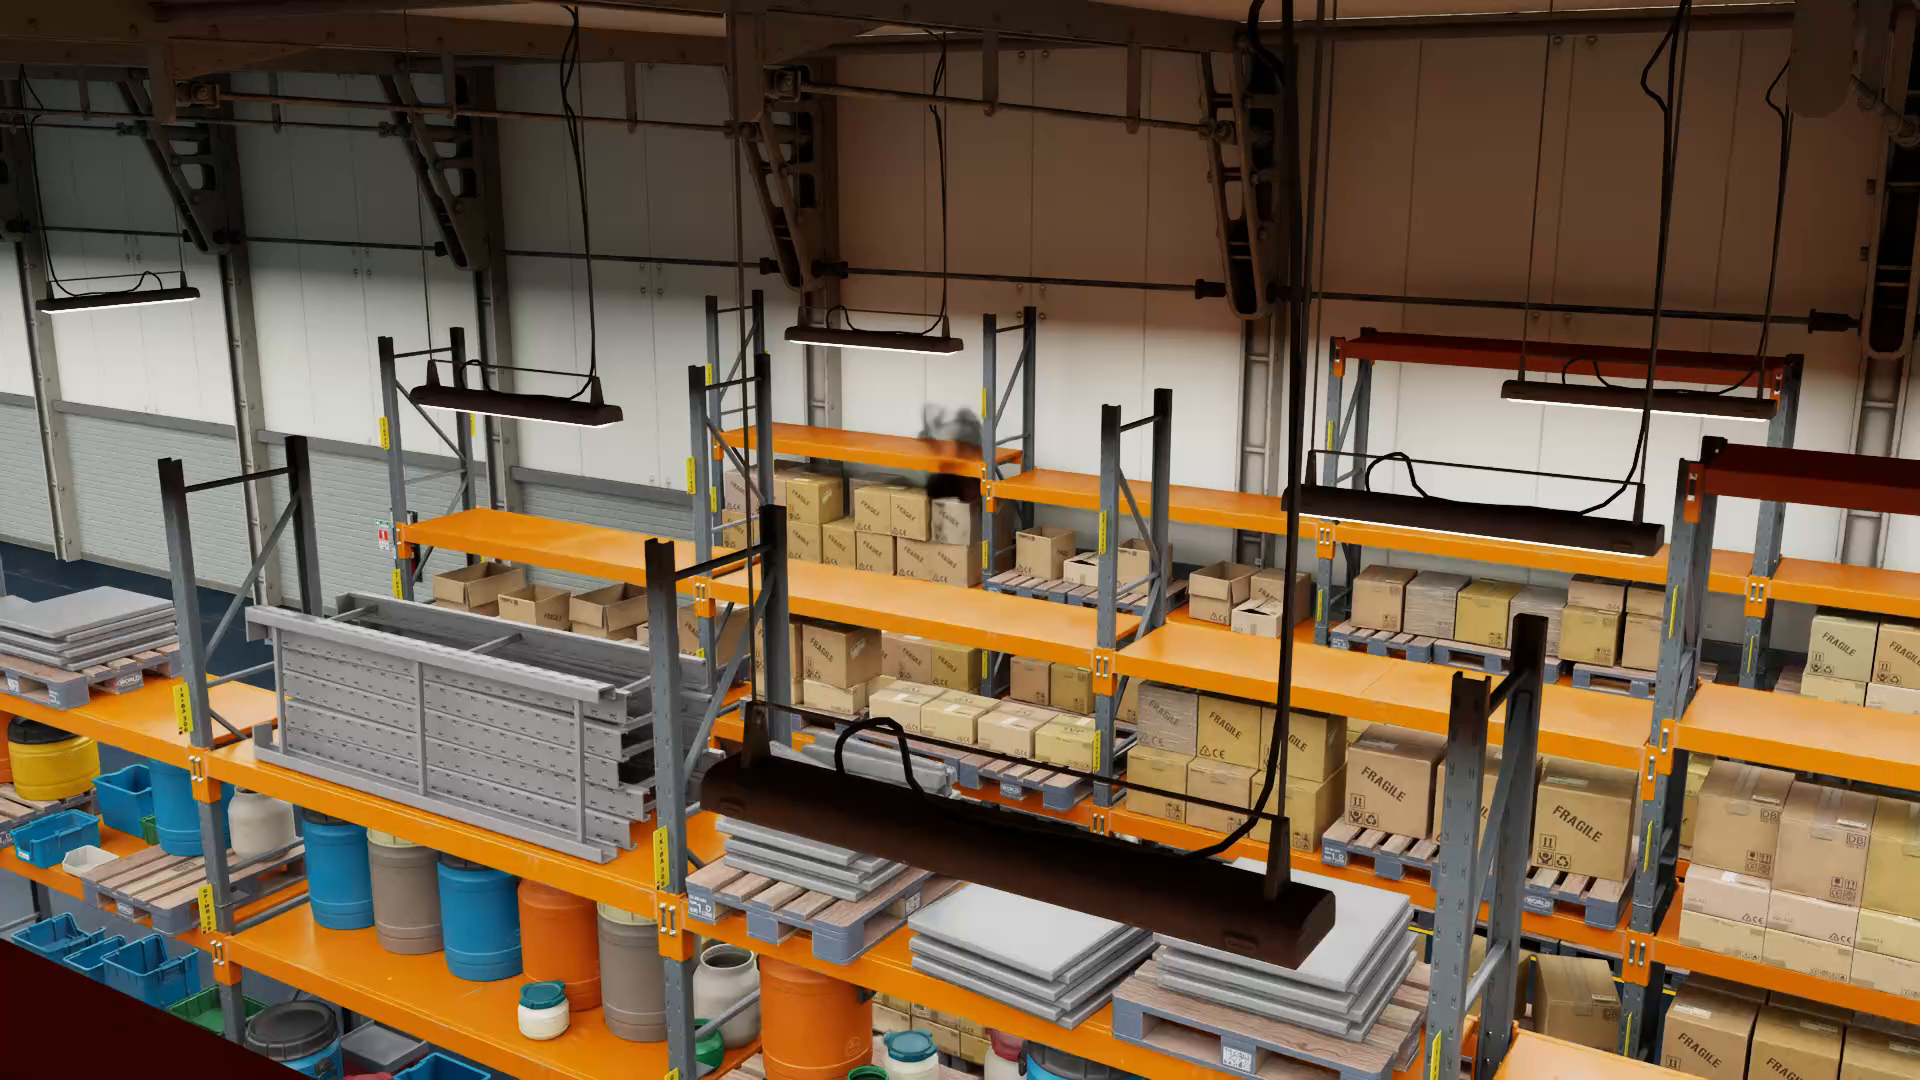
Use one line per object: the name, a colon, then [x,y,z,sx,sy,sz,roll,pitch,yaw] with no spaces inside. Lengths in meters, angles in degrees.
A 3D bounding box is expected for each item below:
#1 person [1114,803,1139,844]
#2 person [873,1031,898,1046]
person: [1.616,3.340,16.435,0.627,1.577,0.532,7,15,25]
person: [-0.420,4.350,12.085,0.937,1.668,0.599,7,15,25]
